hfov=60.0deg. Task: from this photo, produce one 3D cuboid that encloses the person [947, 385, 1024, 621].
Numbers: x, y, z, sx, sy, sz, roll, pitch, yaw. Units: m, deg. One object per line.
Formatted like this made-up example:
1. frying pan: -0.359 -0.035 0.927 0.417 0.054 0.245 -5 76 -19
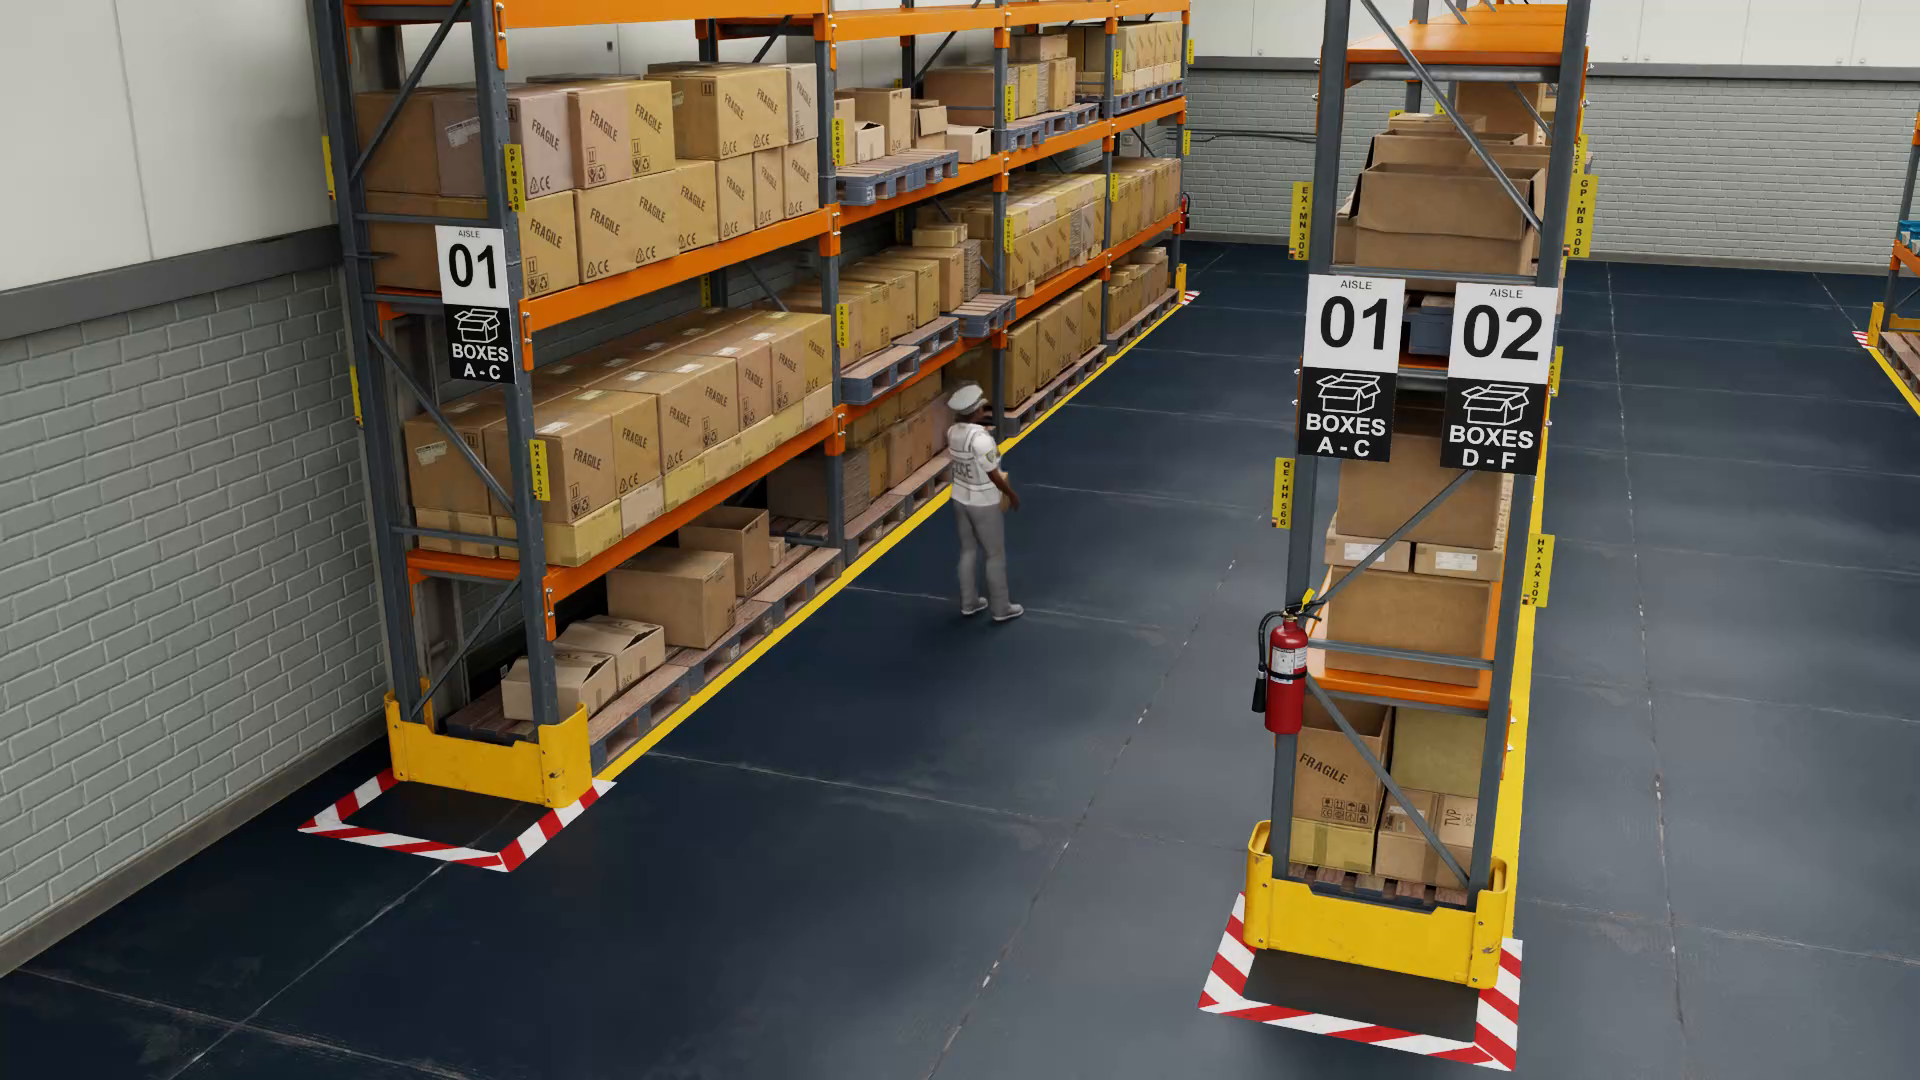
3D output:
1. person: 0.162 -0.277 11.793 0.506 1.701 0.485 -13 23 -34
